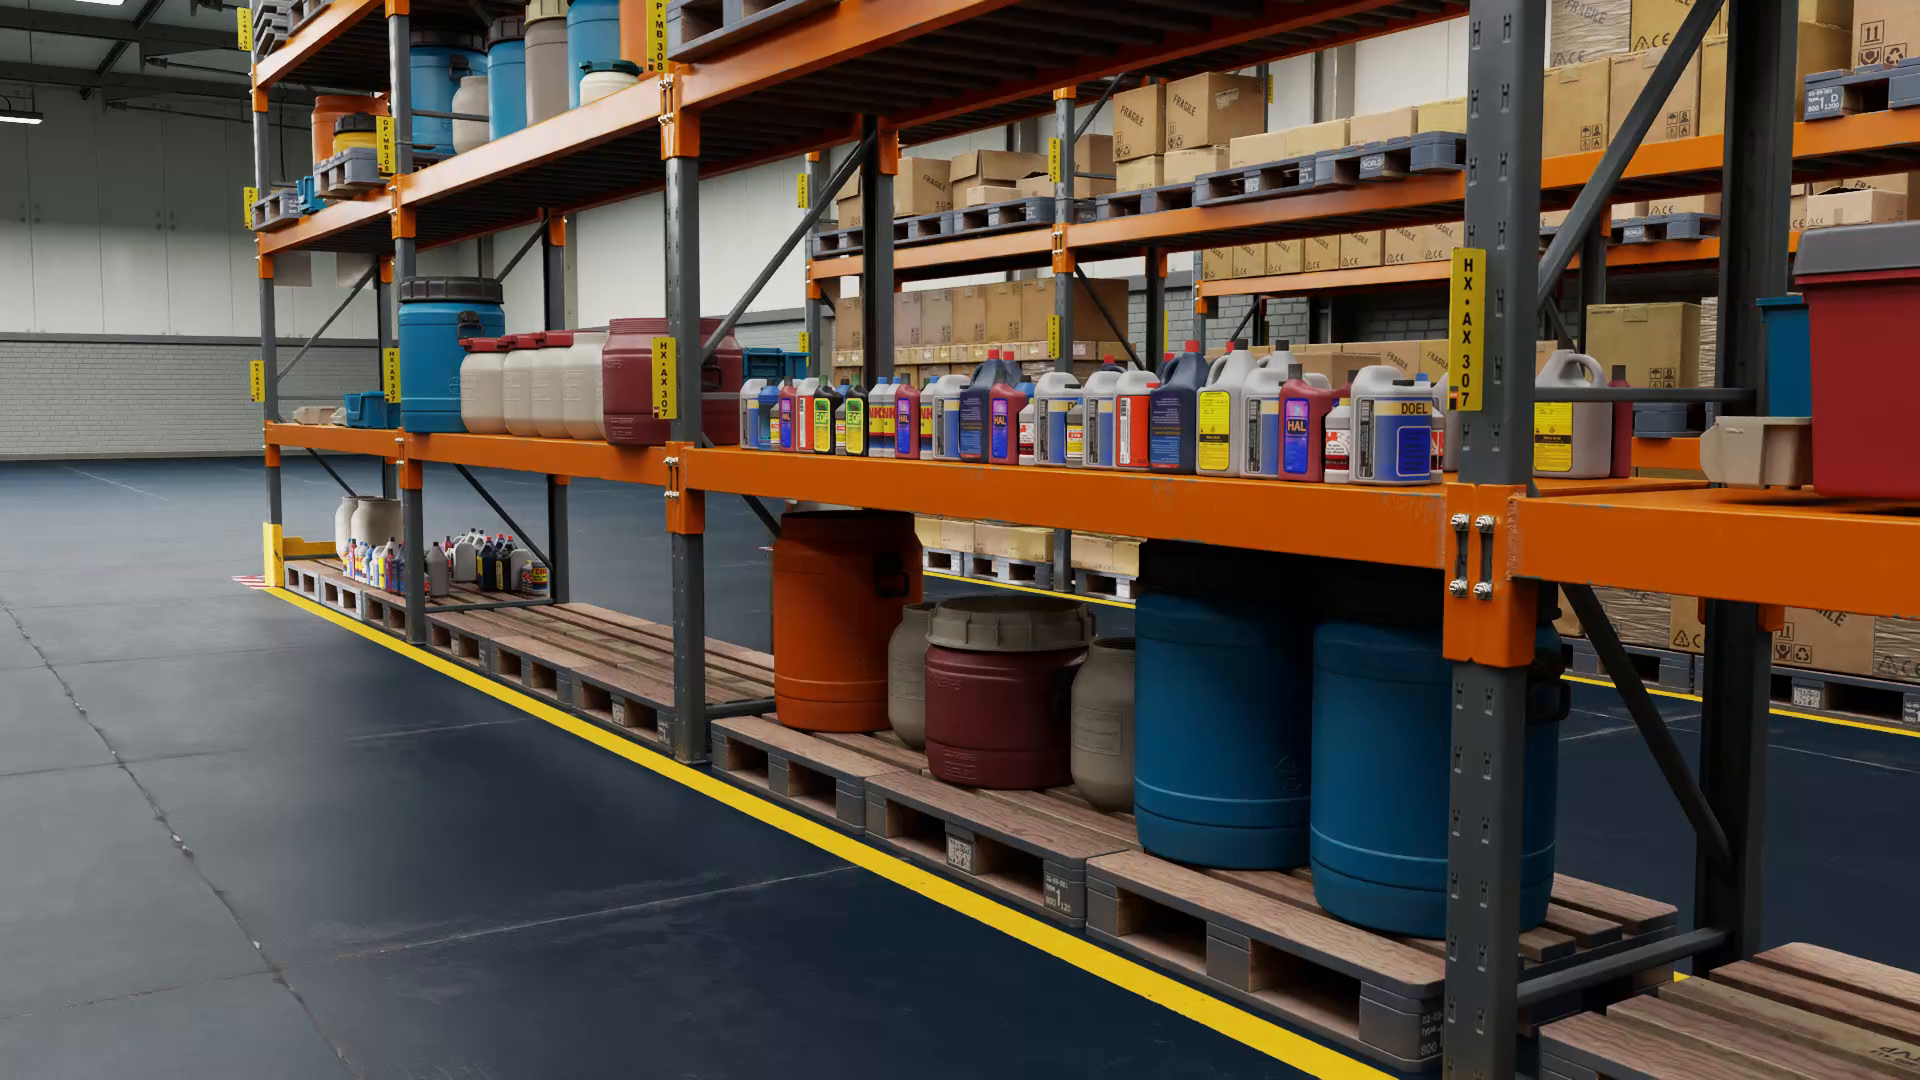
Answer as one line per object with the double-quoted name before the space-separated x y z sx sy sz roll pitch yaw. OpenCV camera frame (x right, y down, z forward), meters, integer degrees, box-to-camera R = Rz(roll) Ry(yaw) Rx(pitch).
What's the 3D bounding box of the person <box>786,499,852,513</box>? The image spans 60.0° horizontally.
"person" -0.799 -0.094 9.483 0.467 1.580 0.347 -4 6 -36
